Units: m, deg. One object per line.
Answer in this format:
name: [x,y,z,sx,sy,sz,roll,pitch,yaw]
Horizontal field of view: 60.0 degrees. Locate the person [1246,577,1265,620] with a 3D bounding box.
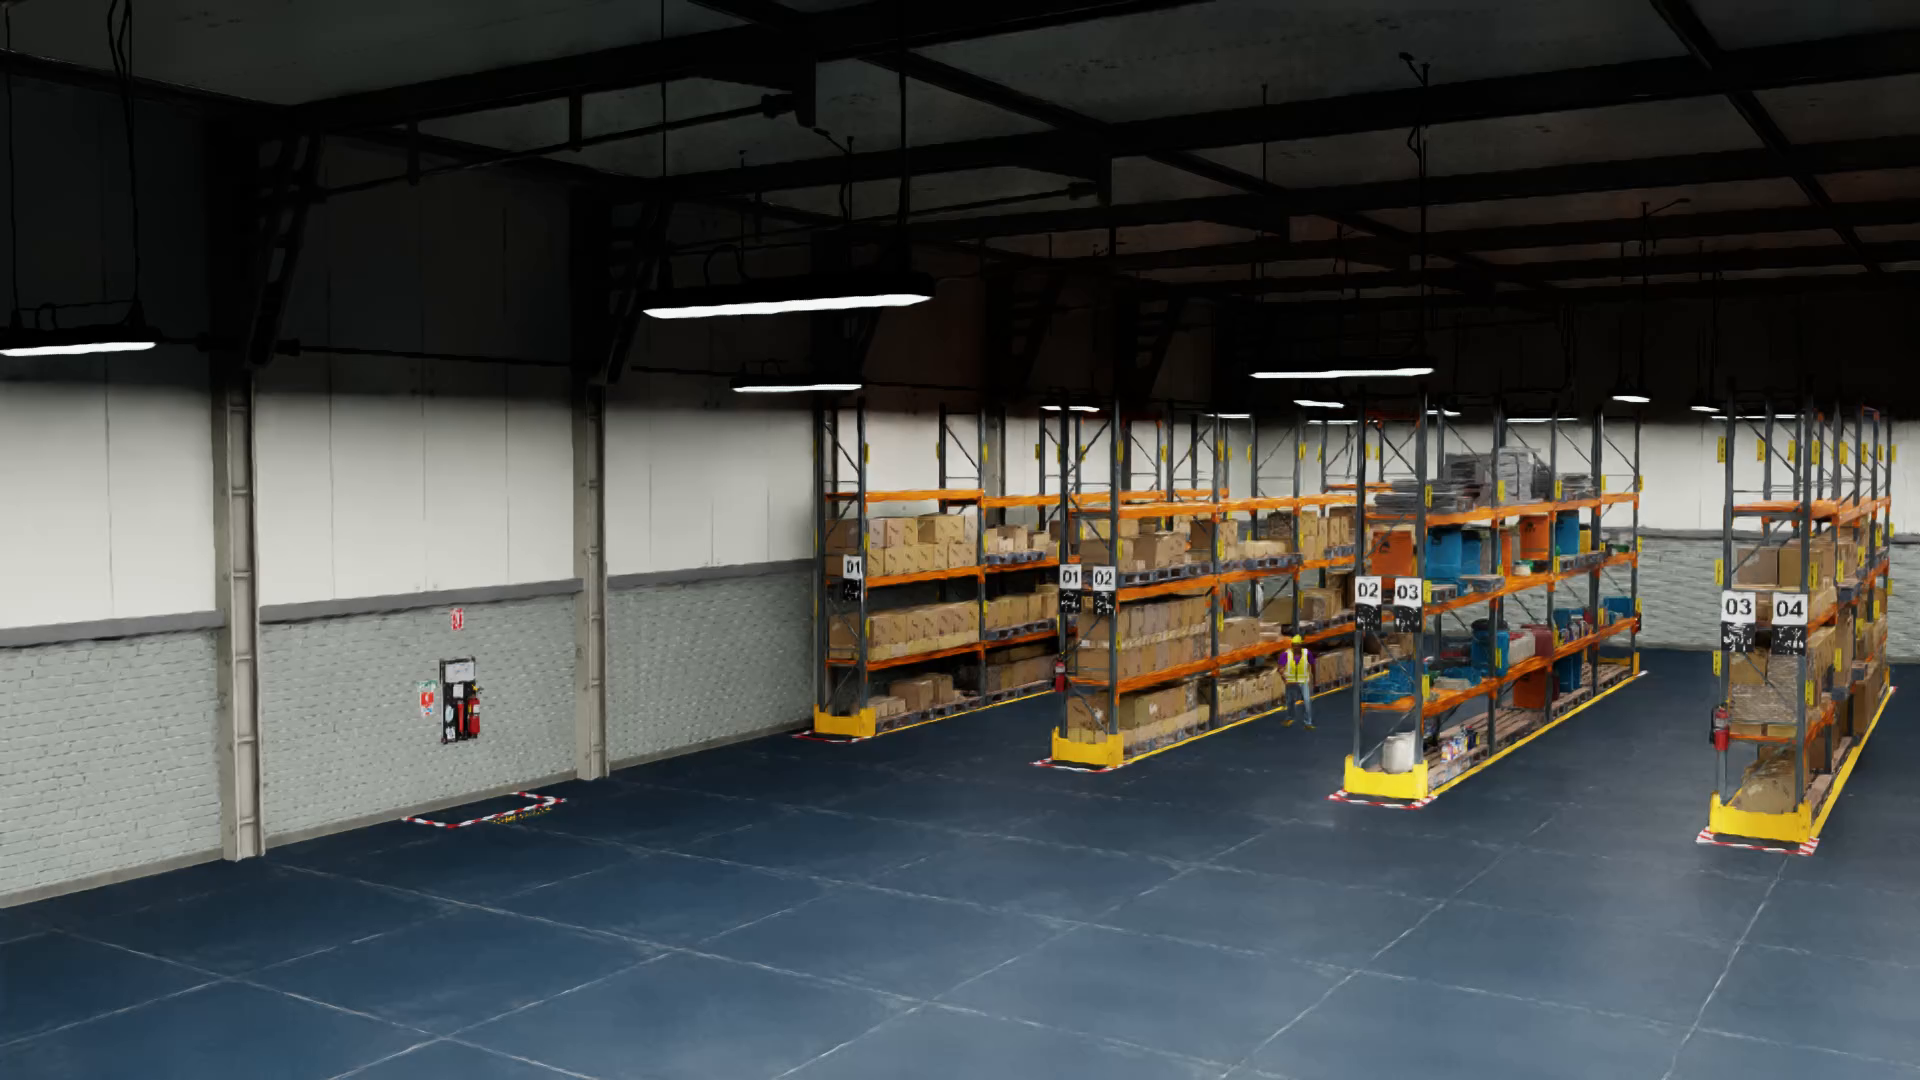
person: [8.244,1.741,46.552,0.549,1.653,0.586,0,3,-5]

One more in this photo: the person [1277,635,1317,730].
person: [6.123,2.562,30.195,0.700,1.705,0.840,1,3,16]
